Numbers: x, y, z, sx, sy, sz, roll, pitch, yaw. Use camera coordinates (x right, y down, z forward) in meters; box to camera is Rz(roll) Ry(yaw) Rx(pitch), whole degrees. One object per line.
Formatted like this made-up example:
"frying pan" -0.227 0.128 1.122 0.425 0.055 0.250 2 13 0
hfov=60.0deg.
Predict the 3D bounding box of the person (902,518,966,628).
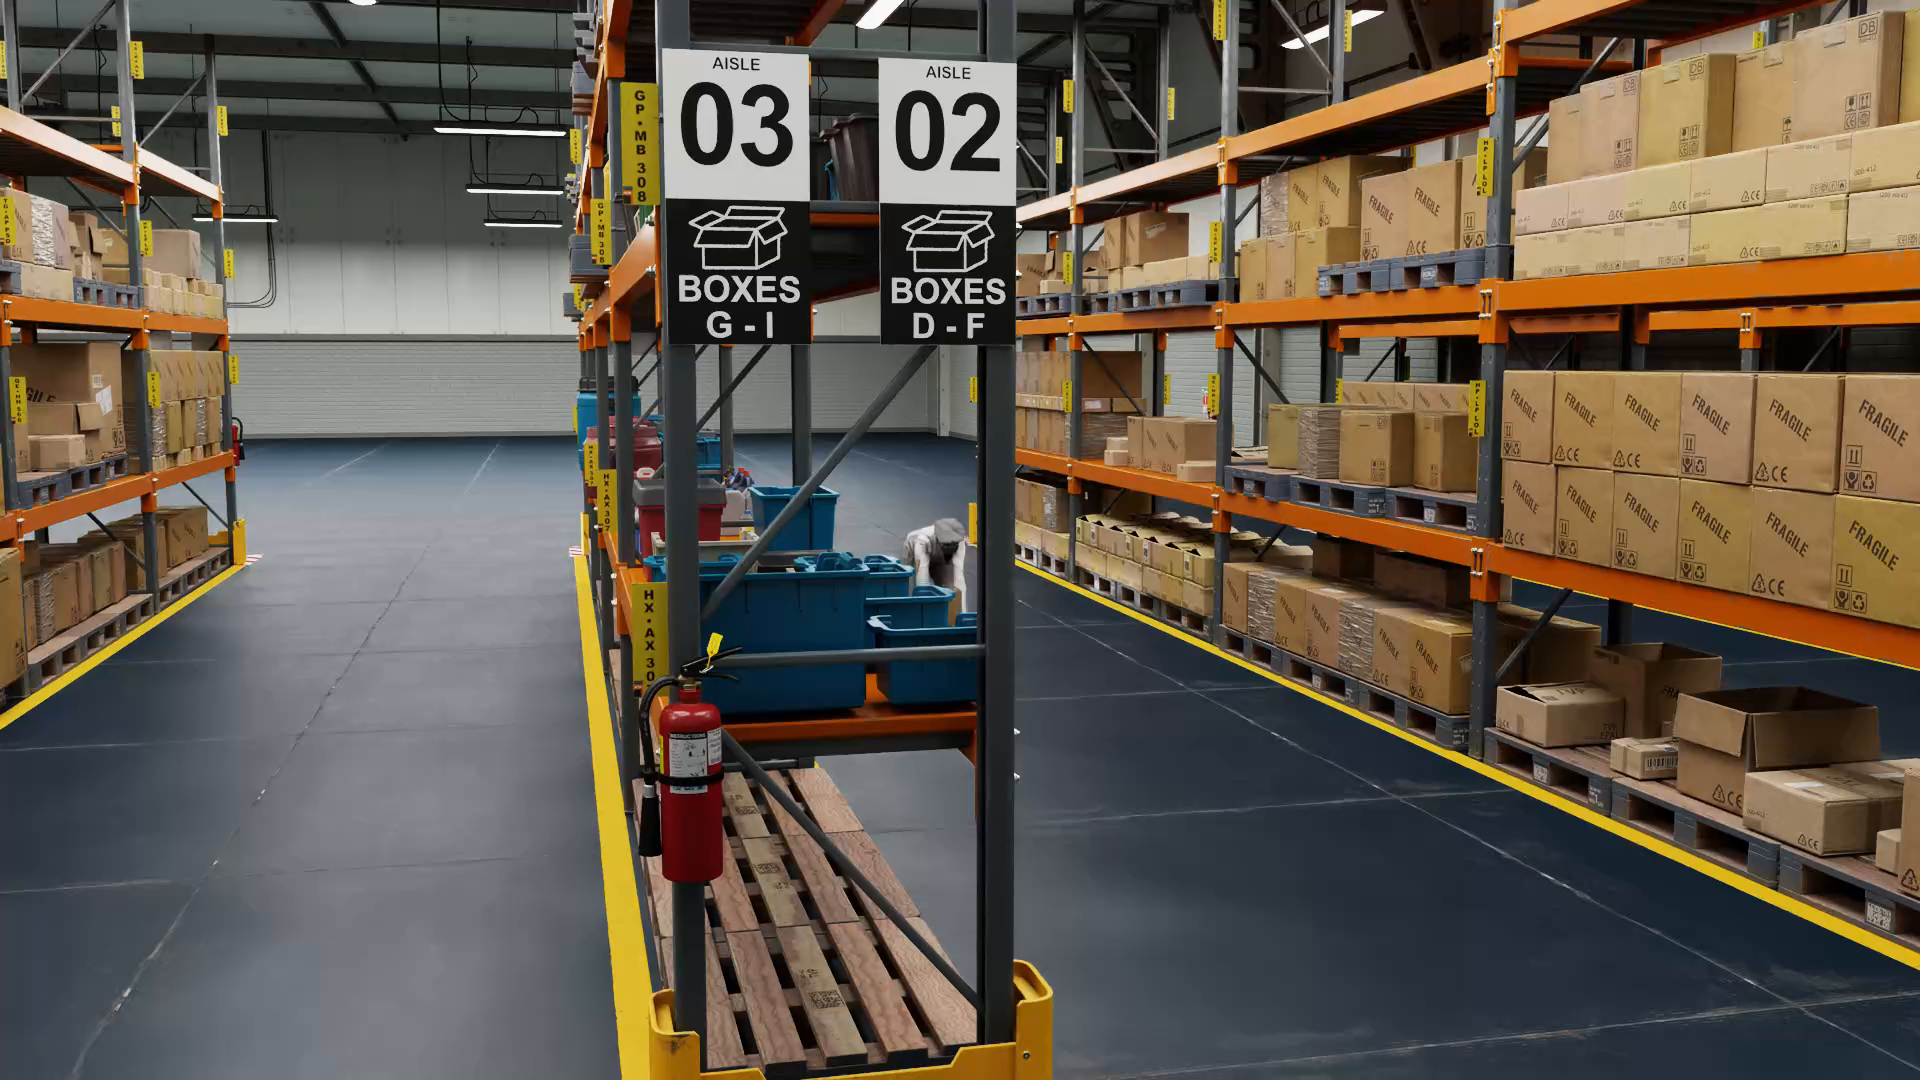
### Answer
"person" -0.193 0.375 13.142 0.440 1.148 0.915 -2 6 -16
